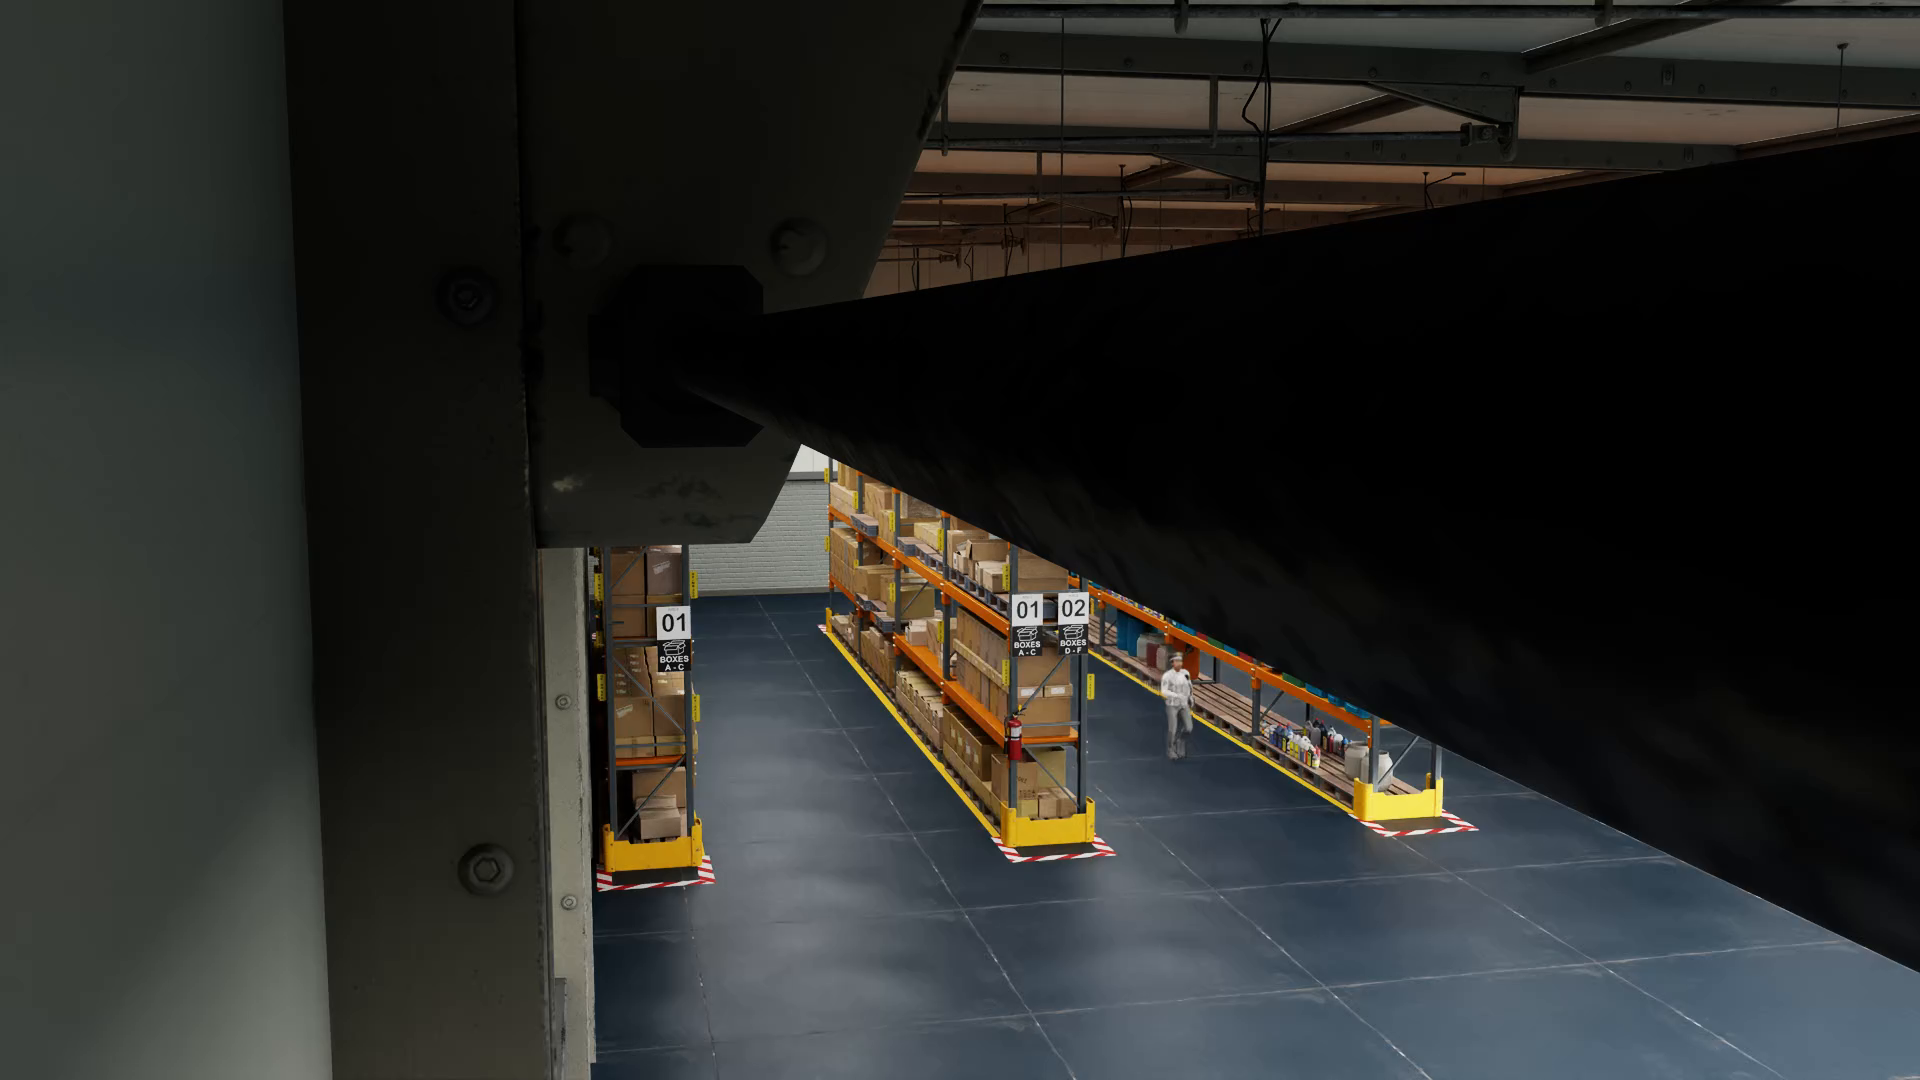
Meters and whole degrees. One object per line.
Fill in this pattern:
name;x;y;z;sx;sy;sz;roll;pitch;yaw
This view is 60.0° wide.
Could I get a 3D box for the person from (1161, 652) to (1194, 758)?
person;3.316;2.509;25.170;0.590;1.660;0.619;-2;7;-15
